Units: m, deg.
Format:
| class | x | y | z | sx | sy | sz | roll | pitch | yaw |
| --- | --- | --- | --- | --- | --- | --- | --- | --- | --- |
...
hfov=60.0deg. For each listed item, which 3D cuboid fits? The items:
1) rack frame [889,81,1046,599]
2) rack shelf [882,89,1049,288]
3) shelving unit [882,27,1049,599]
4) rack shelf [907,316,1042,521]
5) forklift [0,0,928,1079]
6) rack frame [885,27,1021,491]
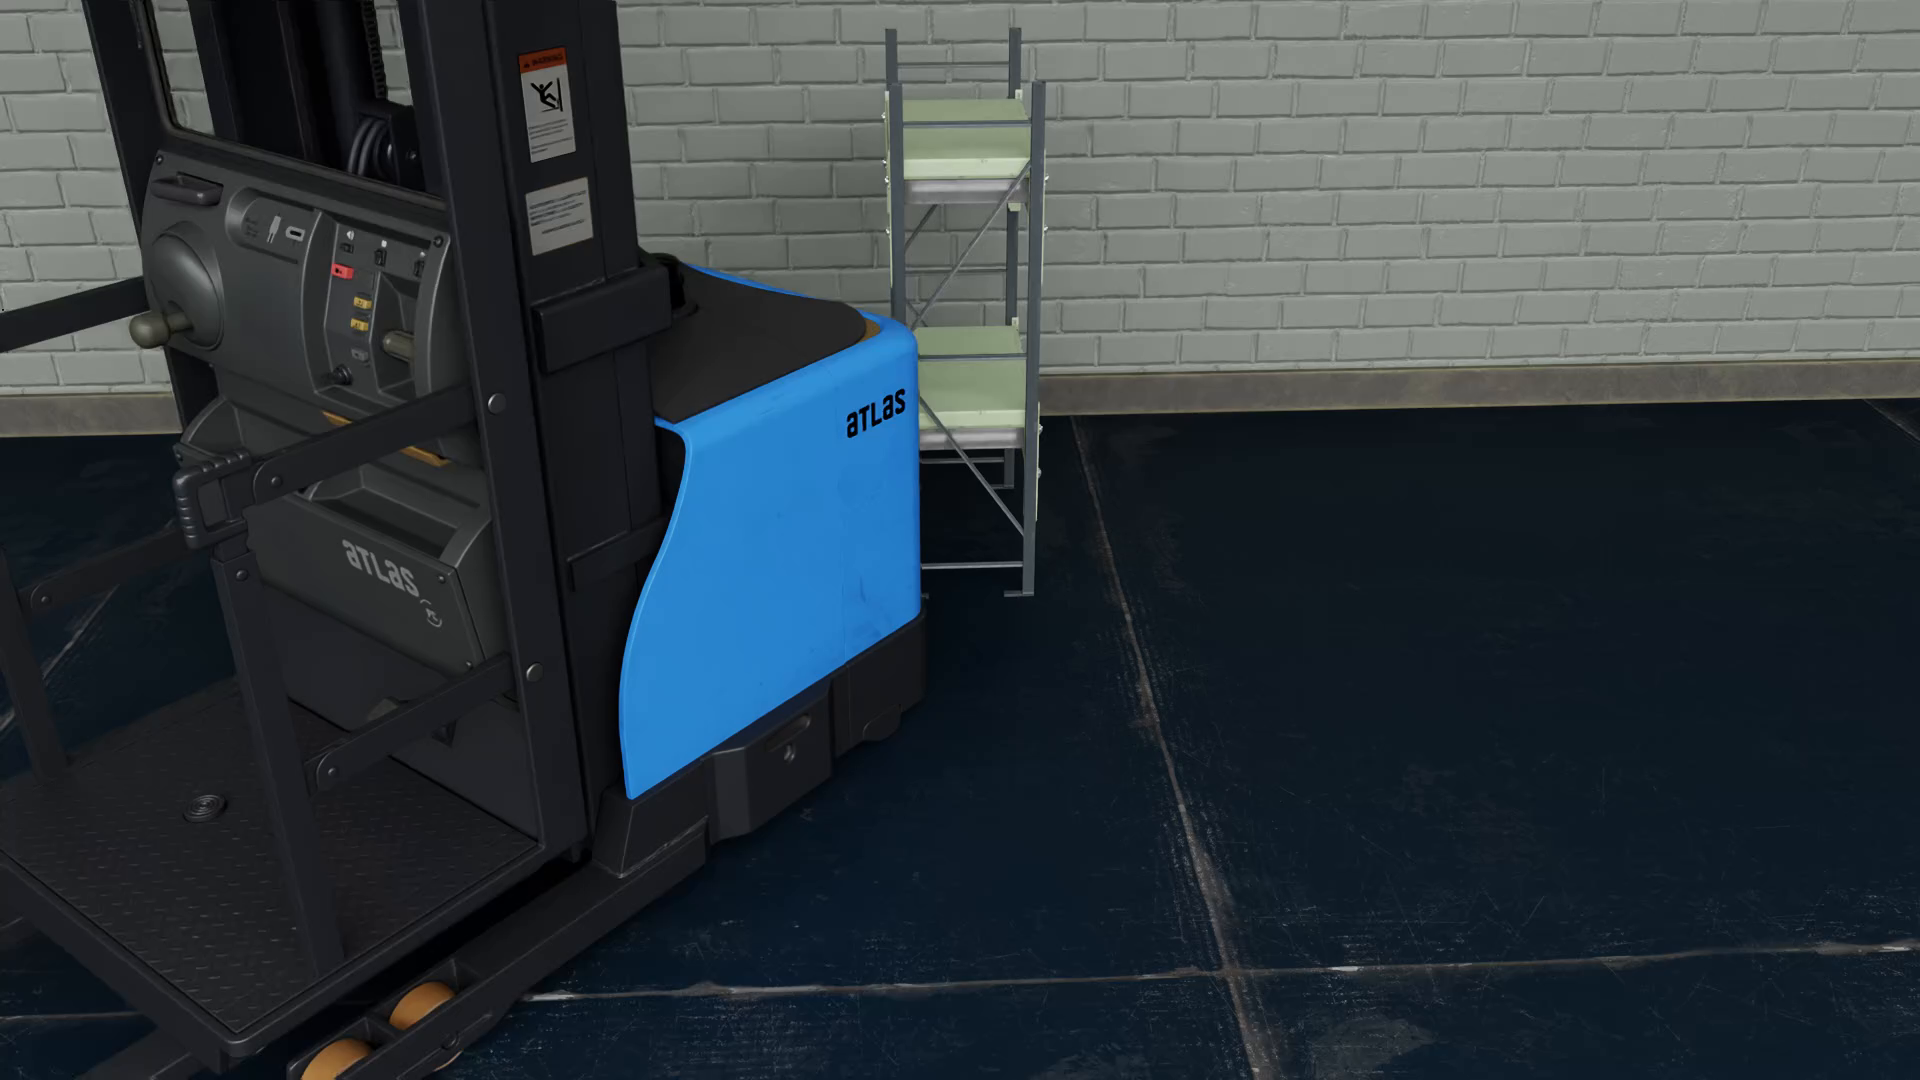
| class | x | y | z | sx | sy | sz | roll | pitch | yaw |
| --- | --- | --- | --- | --- | --- | --- | --- | --- | --- |
| rack frame | 0.019 | -0.499 | 4.585 | 0.400 | 1.500 | 0.023 | -1 | 28 | -3 |
| rack shelf | 0.000 | -1.014 | 4.729 | 0.431 | 0.370 | 0.720 | -1 | 28 | -3 |
| shelving unit | 0.000 | -0.668 | 4.909 | 0.431 | 1.500 | 0.755 | -1 | 28 | -3 |
| rack shelf | 0.000 | -0.379 | 5.060 | 0.431 | 0.370 | 0.720 | -1 | 28 | -3 |
| forklift | -1.376 | -0.449 | 2.941 | 1.130 | 2.935 | 3.031 | 19 | 33 | 33 |
| rack frame | -0.019 | -0.837 | 5.233 | 0.400 | 1.500 | 0.023 | -1 | 28 | -3 |
